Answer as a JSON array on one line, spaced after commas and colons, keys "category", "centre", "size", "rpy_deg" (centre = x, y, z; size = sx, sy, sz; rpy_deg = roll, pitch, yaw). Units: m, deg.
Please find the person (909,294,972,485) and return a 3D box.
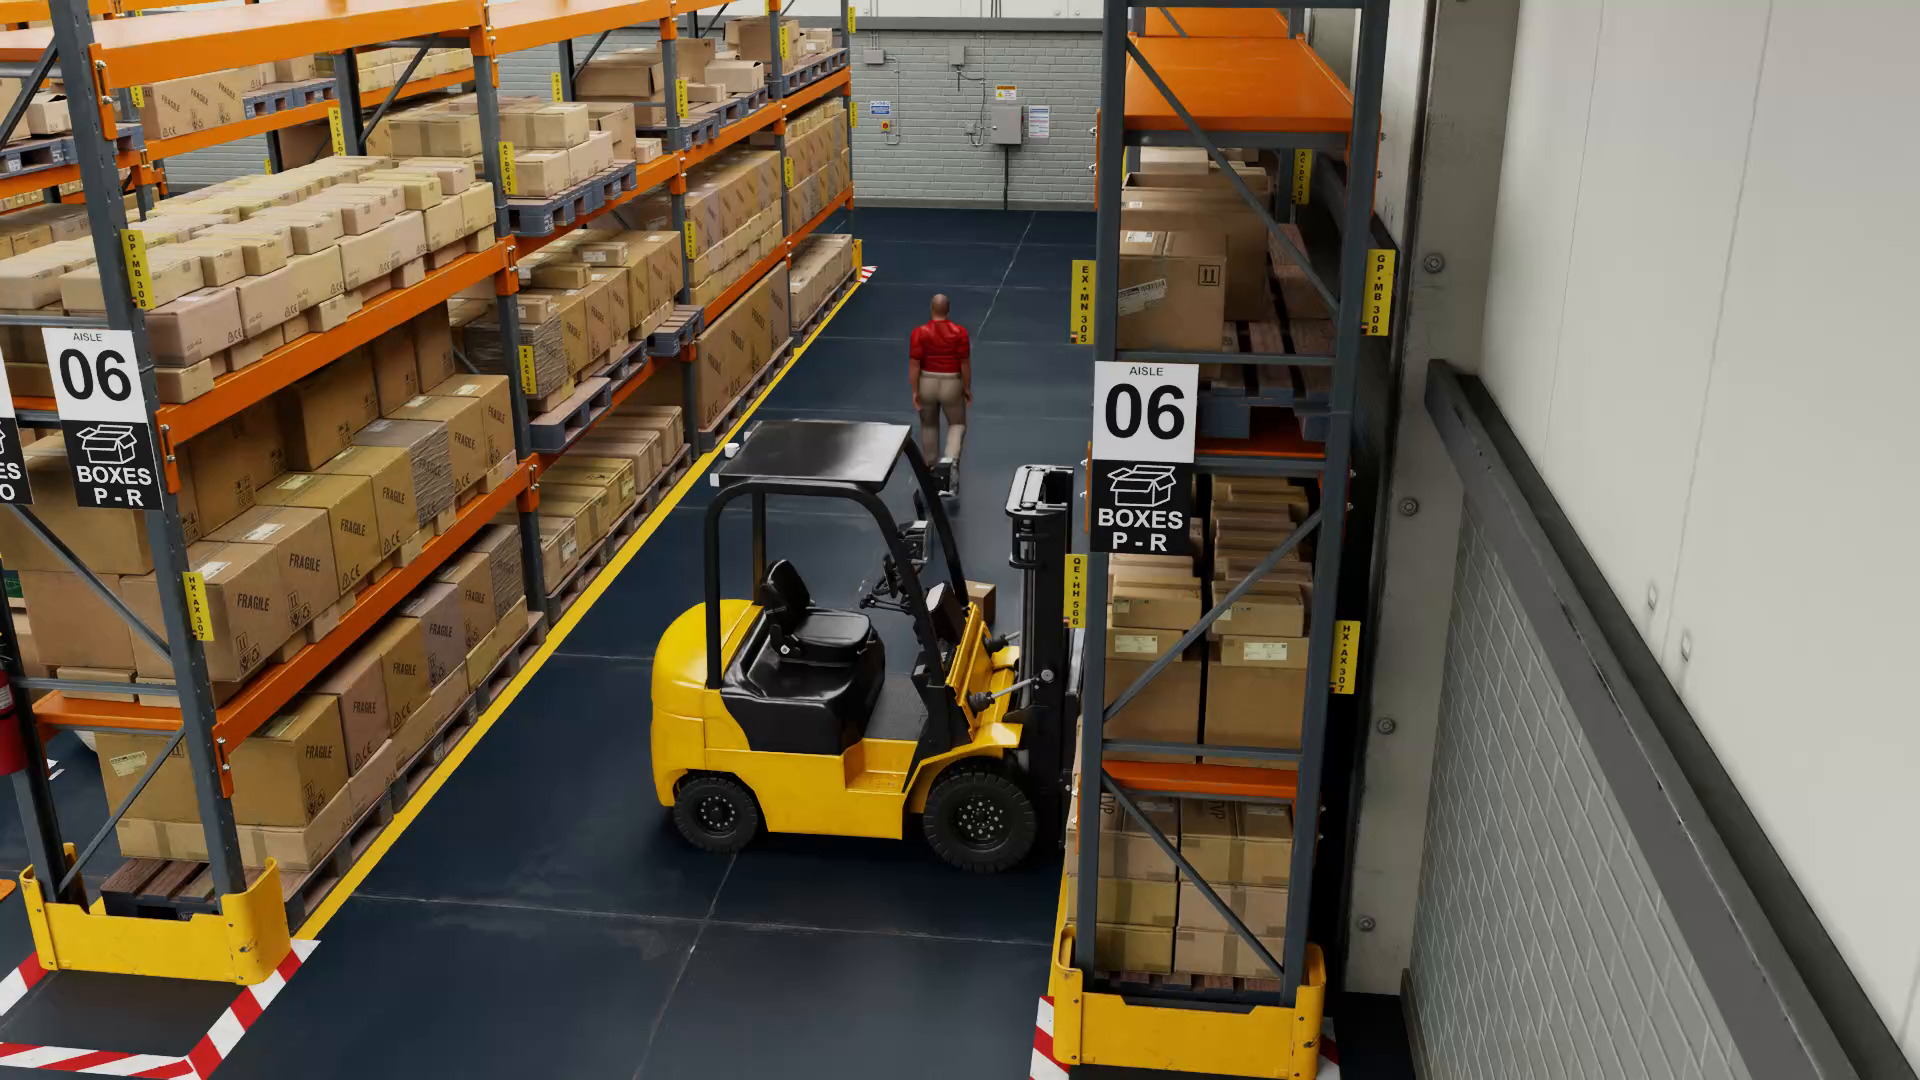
[{"category": "person", "centre": [-0.167, -1.301, 14.446], "size": [0.539, 1.705, 0.663], "rpy_deg": [1, 21, 2]}]
